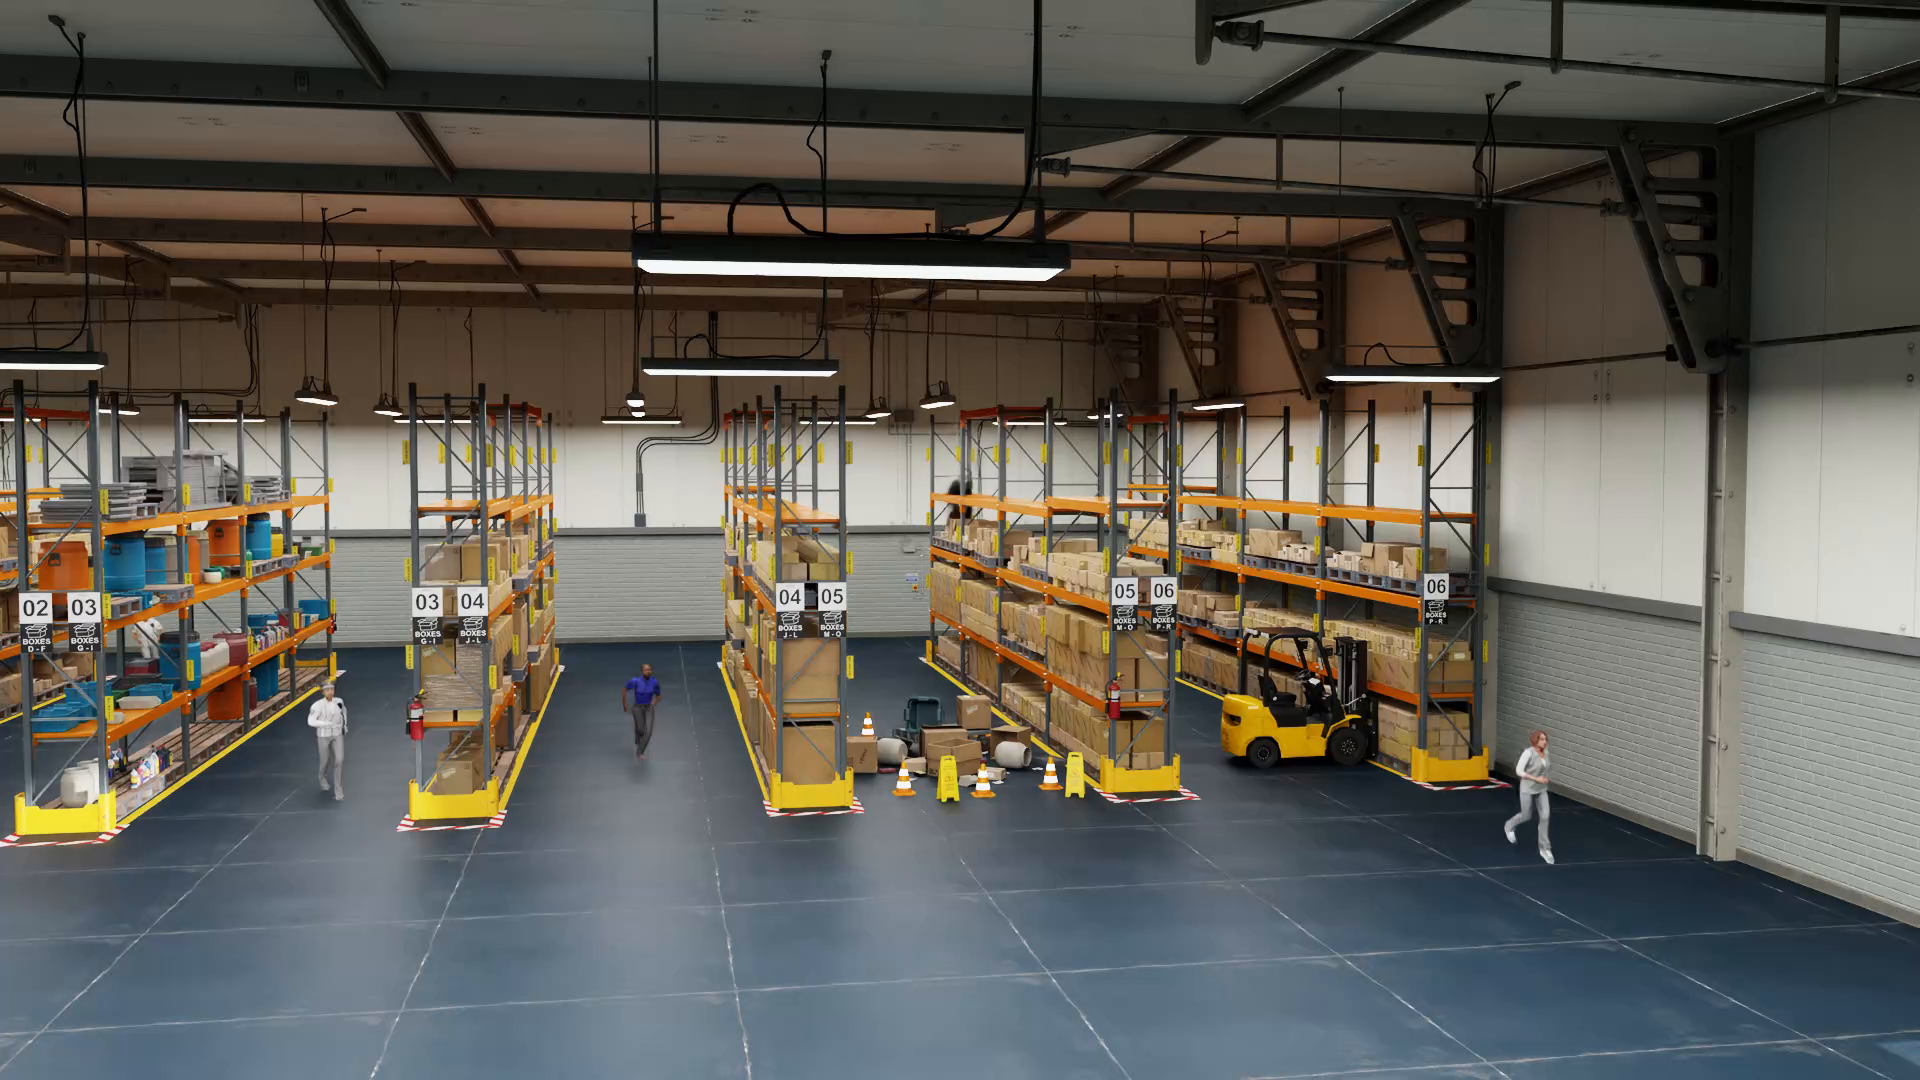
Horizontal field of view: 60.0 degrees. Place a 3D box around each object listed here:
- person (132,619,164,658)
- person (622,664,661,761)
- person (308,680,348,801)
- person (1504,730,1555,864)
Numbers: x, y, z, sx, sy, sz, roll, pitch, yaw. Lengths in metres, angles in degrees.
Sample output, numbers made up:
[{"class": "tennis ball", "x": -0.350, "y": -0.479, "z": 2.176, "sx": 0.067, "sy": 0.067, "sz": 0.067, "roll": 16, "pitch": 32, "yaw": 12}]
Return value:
[{"class": "person", "x": -17.985, "y": 2.341, "z": 36.834, "sx": 0.642, "sy": 1.611, "sz": 0.553, "roll": -1, "pitch": 3, "yaw": -24}, {"class": "person", "x": -5.218, "y": 2.876, "z": 27.376, "sx": 0.615, "sy": 1.516, "sz": 0.643, "roll": -1, "pitch": 3, "yaw": -23}, {"class": "person", "x": -9.252, "y": 2.906, "z": 24.390, "sx": 0.600, "sy": 1.724, "sz": 0.896, "roll": -2, "pitch": 3, "yaw": -33}, {"class": "person", "x": 7.142, "y": 3.151, "z": 20.769, "sx": 0.563, "sy": 1.599, "sz": 0.931, "roll": -1, "pitch": 3, "yaw": -21}]
